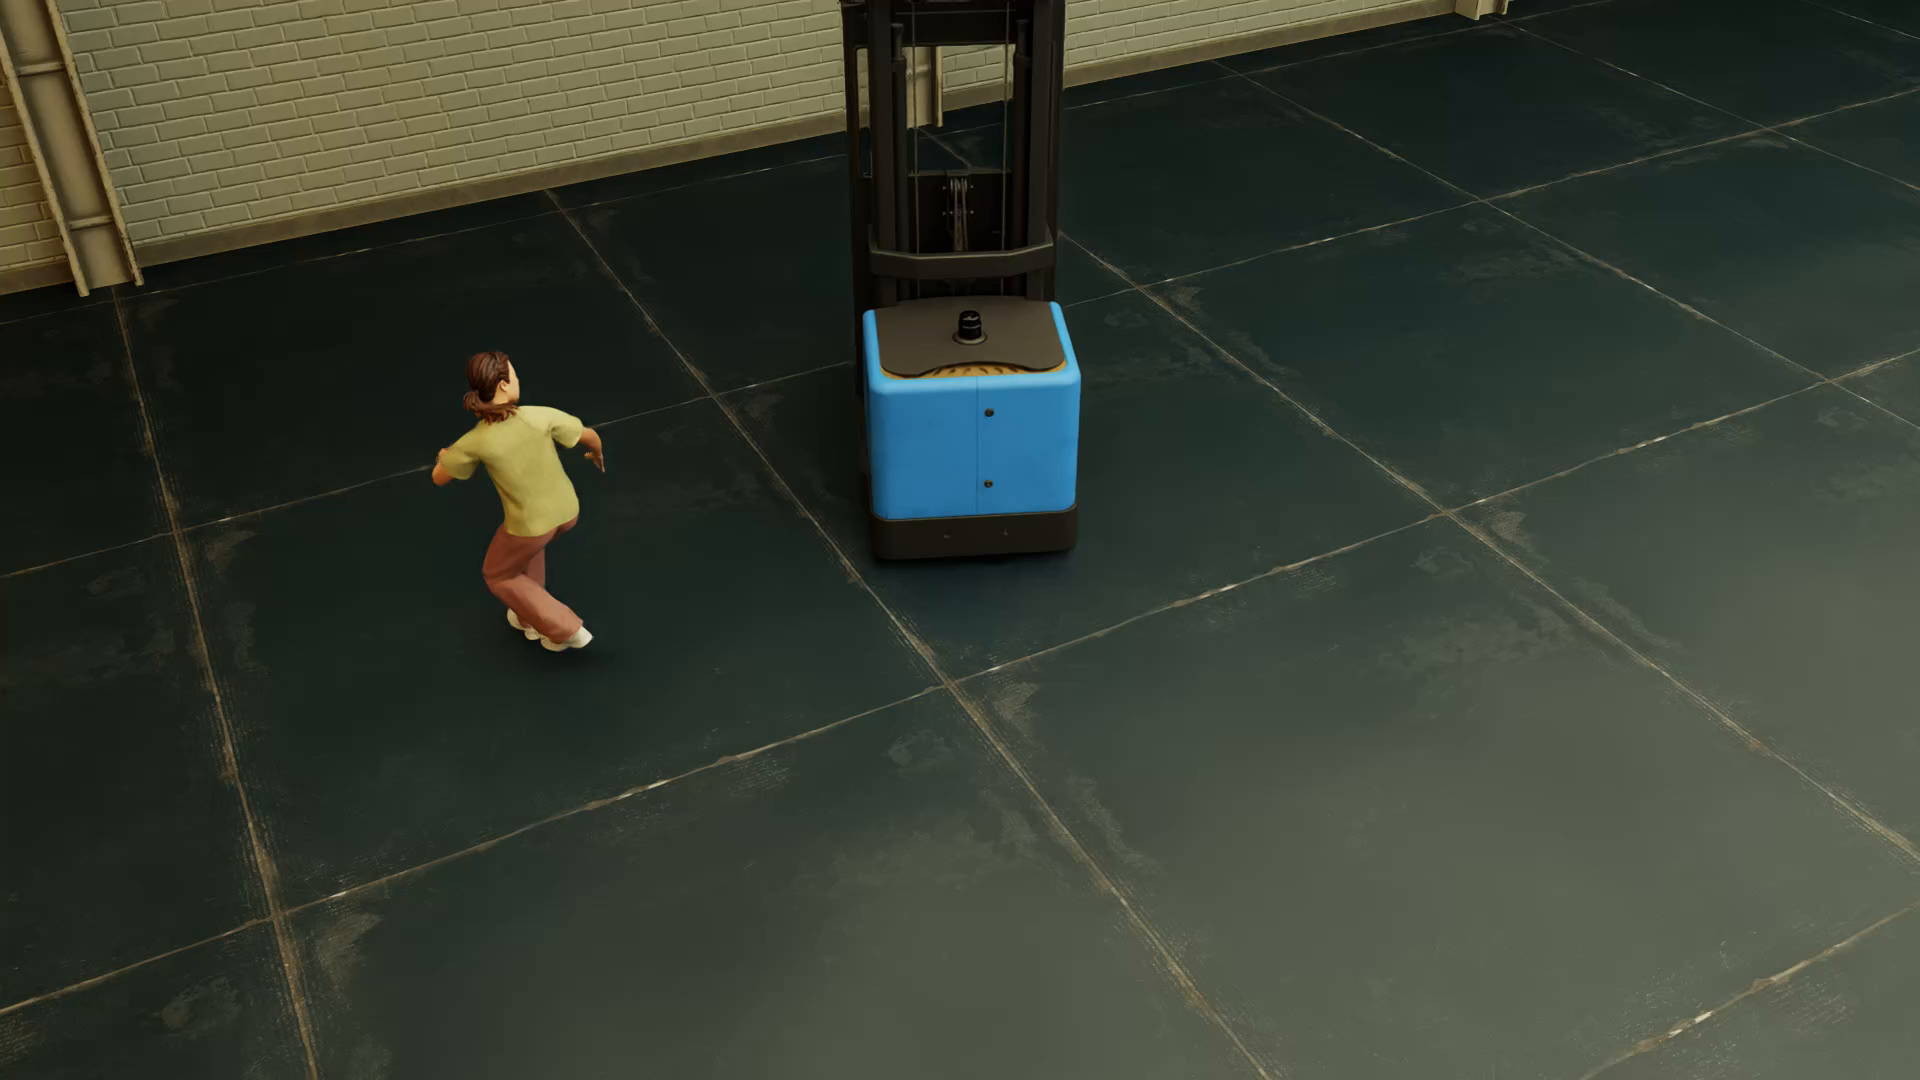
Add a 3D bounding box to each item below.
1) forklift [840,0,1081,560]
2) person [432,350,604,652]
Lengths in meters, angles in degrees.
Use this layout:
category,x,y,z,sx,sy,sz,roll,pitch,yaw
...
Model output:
category,x,y,z,sx,sy,sz,roll,pitch,yaw
forklift,-0.055,-1.931,8.854,1.130,2.935,3.031,-3,35,-4
person,-1.975,-0.194,7.606,0.787,1.545,0.774,-29,44,-34
